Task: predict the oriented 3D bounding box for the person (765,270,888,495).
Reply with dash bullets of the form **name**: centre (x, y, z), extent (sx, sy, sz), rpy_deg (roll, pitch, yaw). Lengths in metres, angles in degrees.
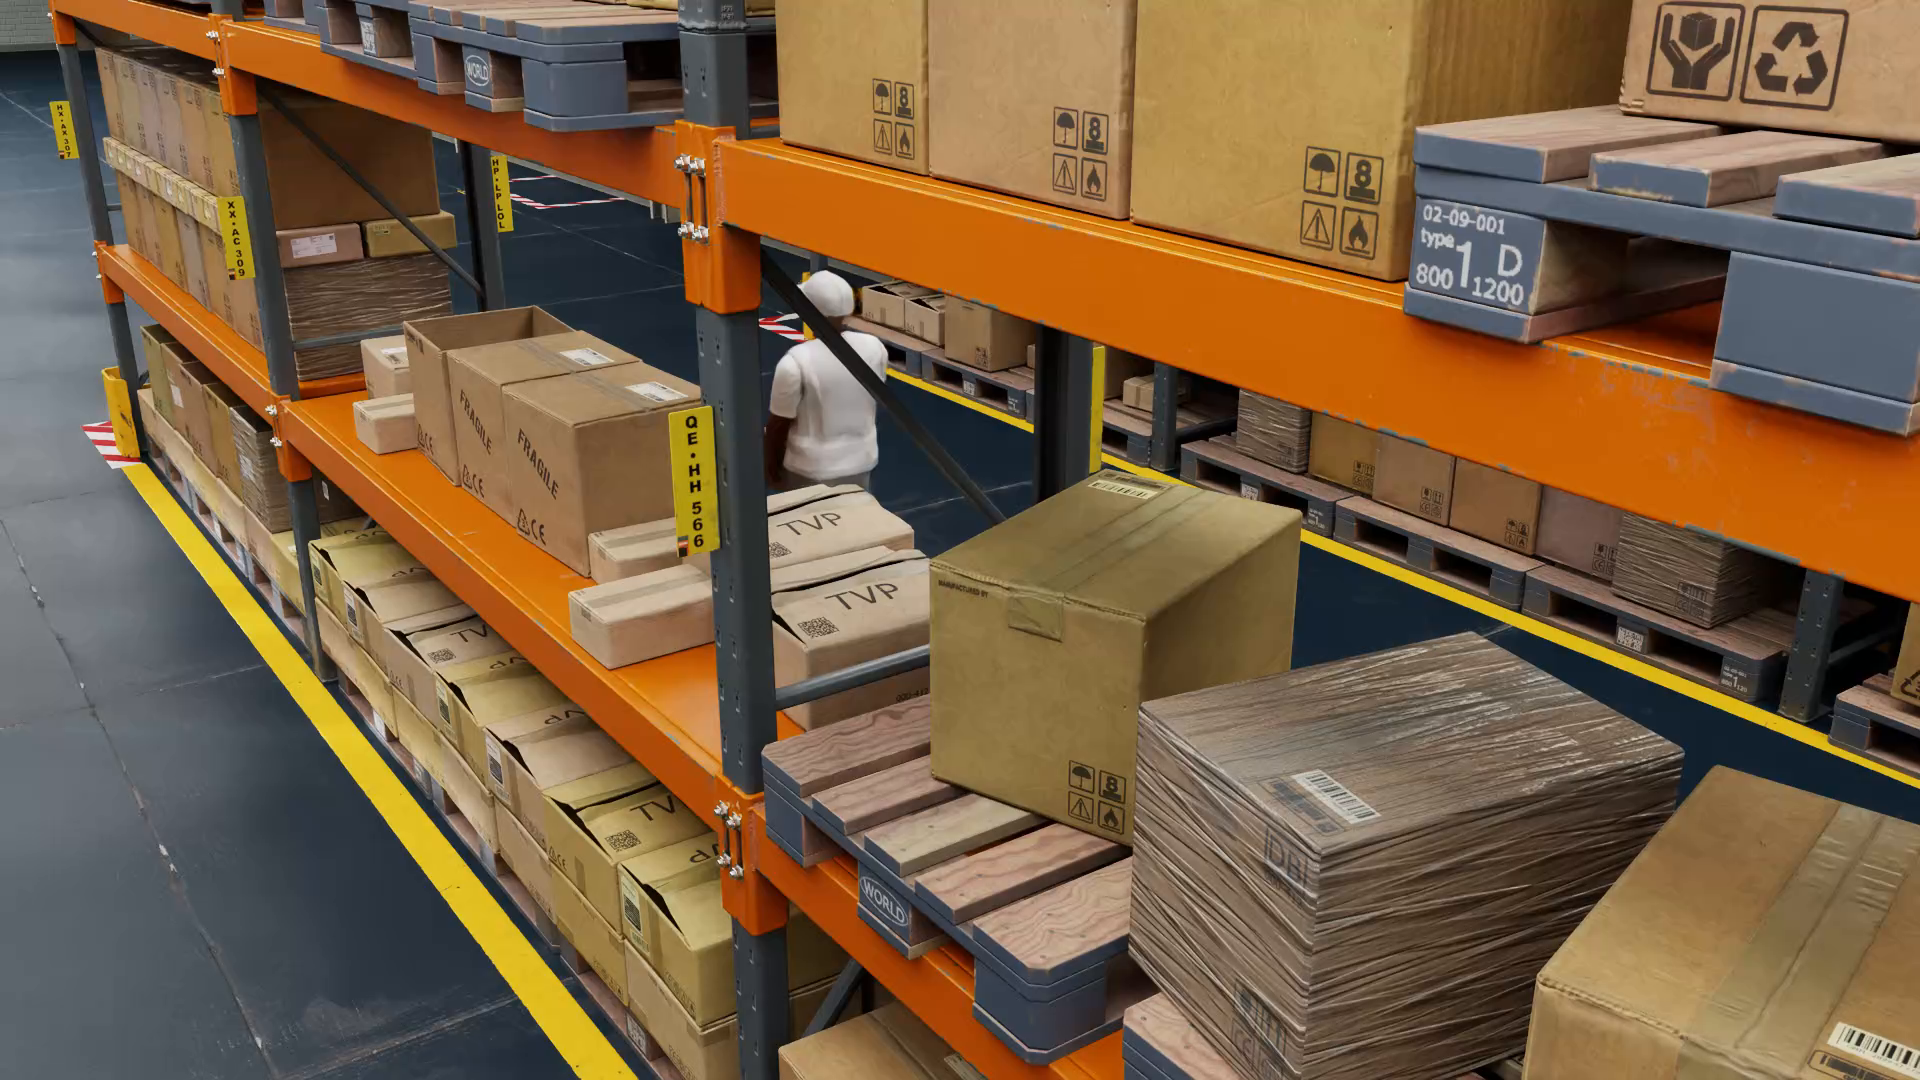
- **person**: centre (-0.631, -0.344, 7.412), extent (0.552, 1.771, 0.538), rpy_deg (-15, 26, -33)
